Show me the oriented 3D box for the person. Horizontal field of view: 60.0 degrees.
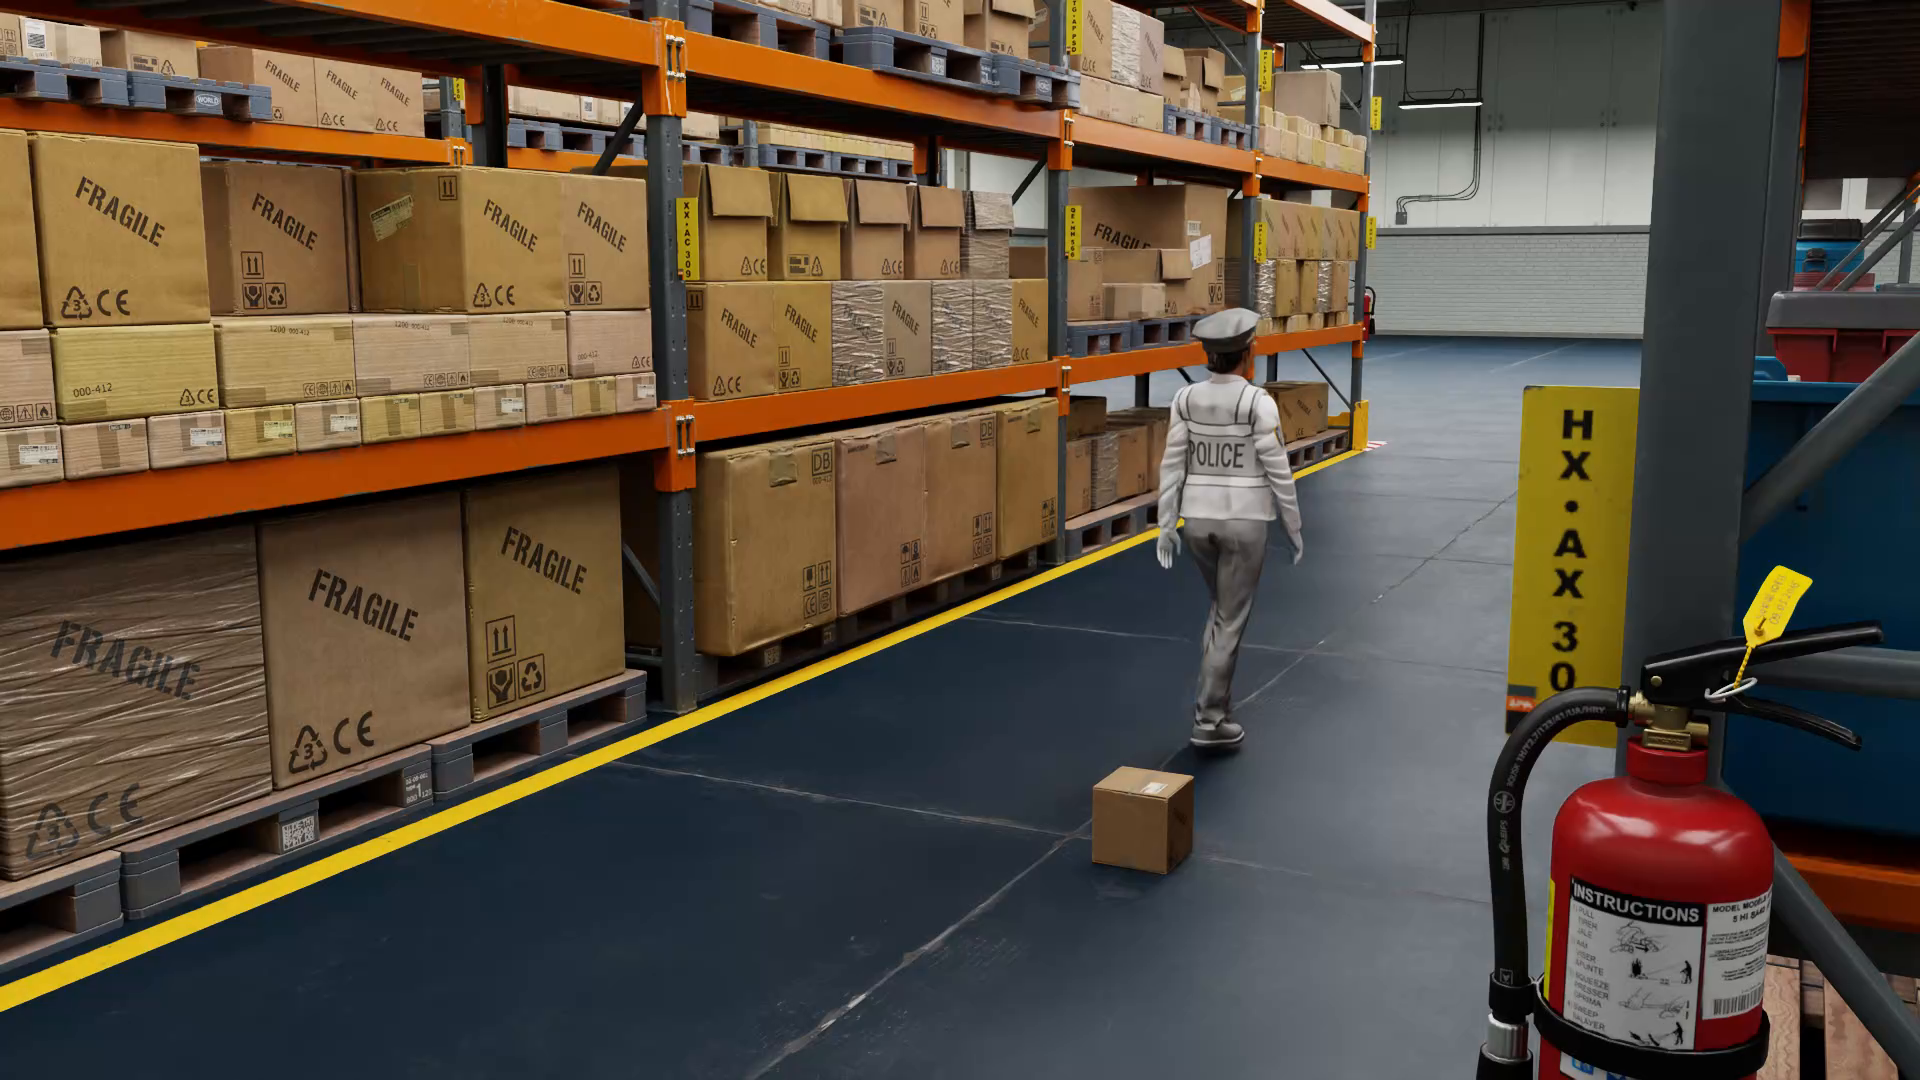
[{"bbox_3d":[1.042,-0.021,6.425,0.518,1.740,0.484,8,12,41],"label":"person"}]
